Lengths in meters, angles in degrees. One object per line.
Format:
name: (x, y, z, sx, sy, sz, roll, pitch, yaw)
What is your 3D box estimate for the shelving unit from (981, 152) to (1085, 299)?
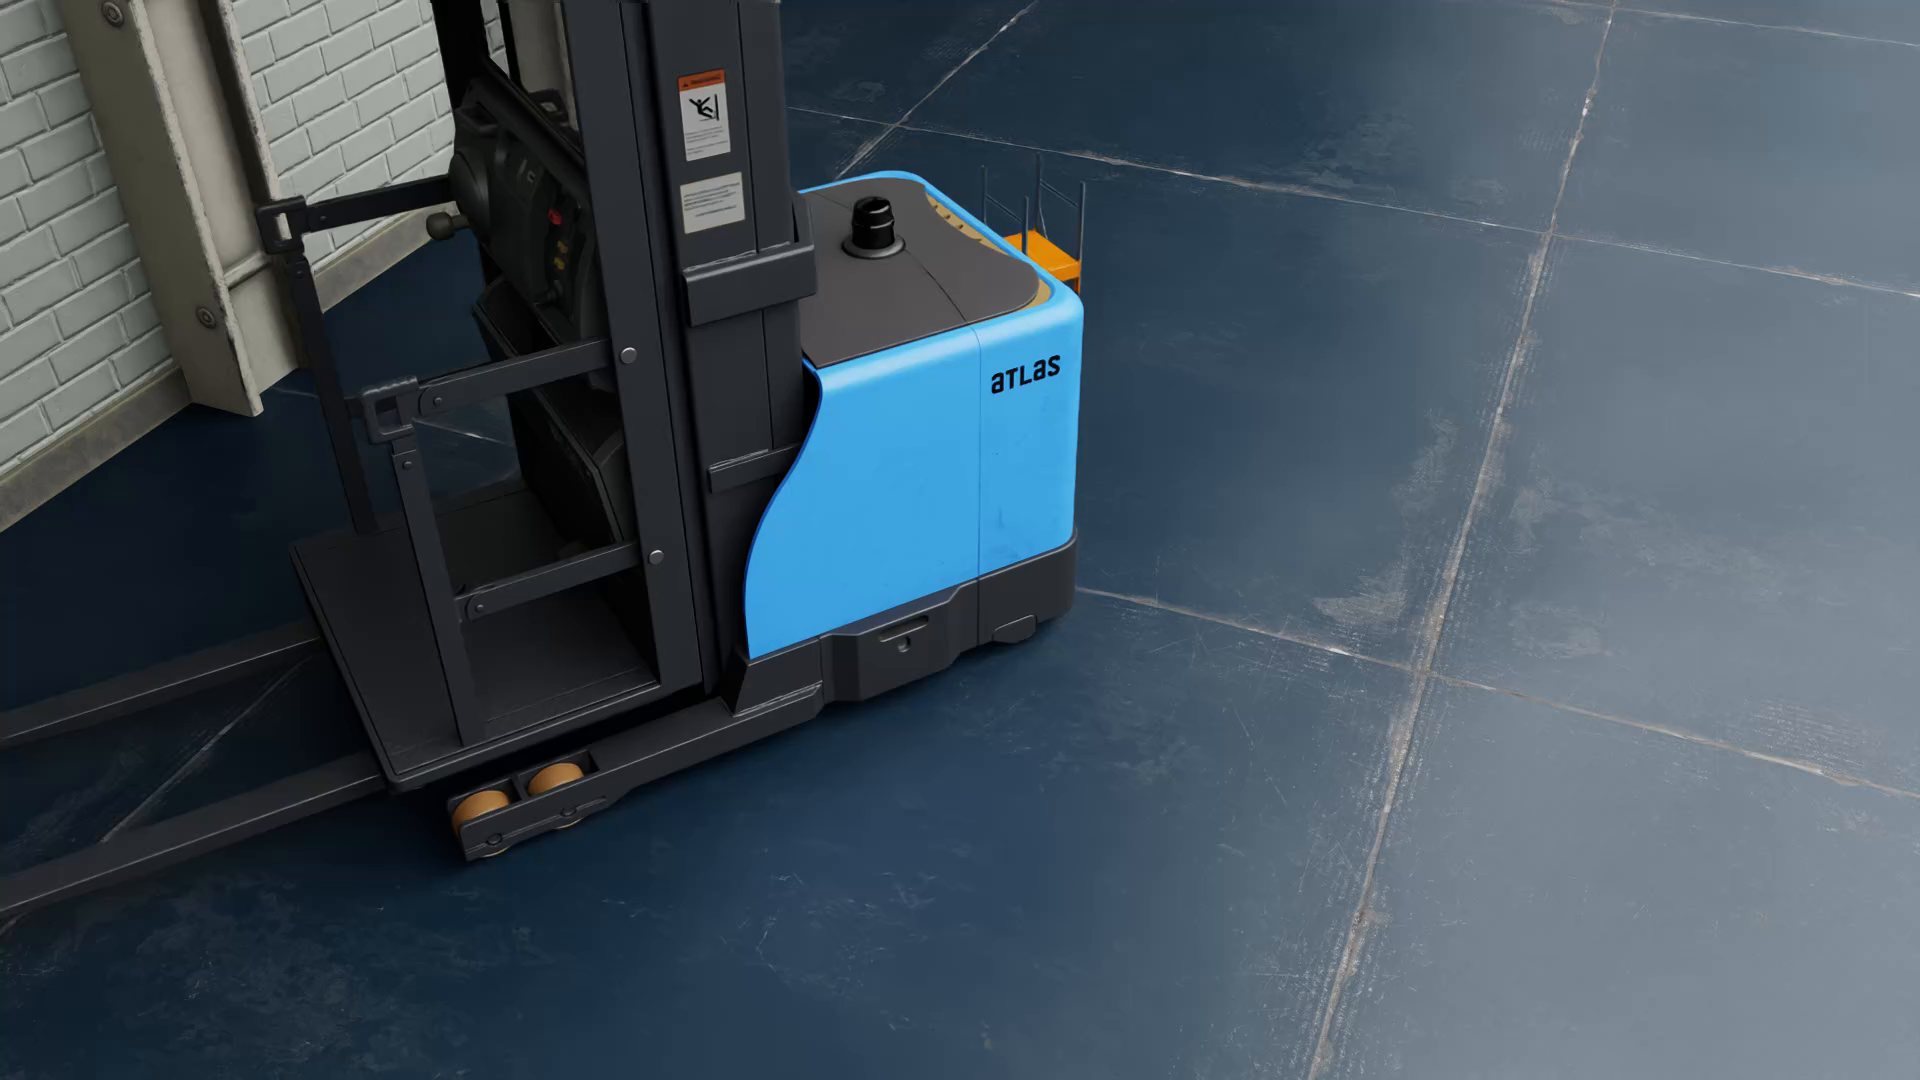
shelving unit: (0.201, -0.530, 4.957, 0.189, 1.200, 0.258, -19, 41, -24)

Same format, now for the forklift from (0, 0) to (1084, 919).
forklift: (-1.195, -0.741, 3.793, 3.031, 2.935, 1.130, -19, 41, -24)

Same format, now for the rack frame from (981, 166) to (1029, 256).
rack frame: (0.122, -0.503, 4.920, 0.006, 1.200, 0.240, -19, 41, -24)

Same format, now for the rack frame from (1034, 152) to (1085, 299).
rack frame: (0.280, -0.558, 4.994, 0.006, 1.200, 0.240, -19, 41, -24)

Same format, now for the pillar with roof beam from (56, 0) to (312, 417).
pillar with roof beam: (1.440, -3.198, 2.012, 9.100, 9.000, 0.400, 14, 39, 18)

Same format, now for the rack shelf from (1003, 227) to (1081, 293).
rack shelf: (0.201, -0.783, 4.768, 0.180, 0.103, 0.258, -19, 41, -24)
